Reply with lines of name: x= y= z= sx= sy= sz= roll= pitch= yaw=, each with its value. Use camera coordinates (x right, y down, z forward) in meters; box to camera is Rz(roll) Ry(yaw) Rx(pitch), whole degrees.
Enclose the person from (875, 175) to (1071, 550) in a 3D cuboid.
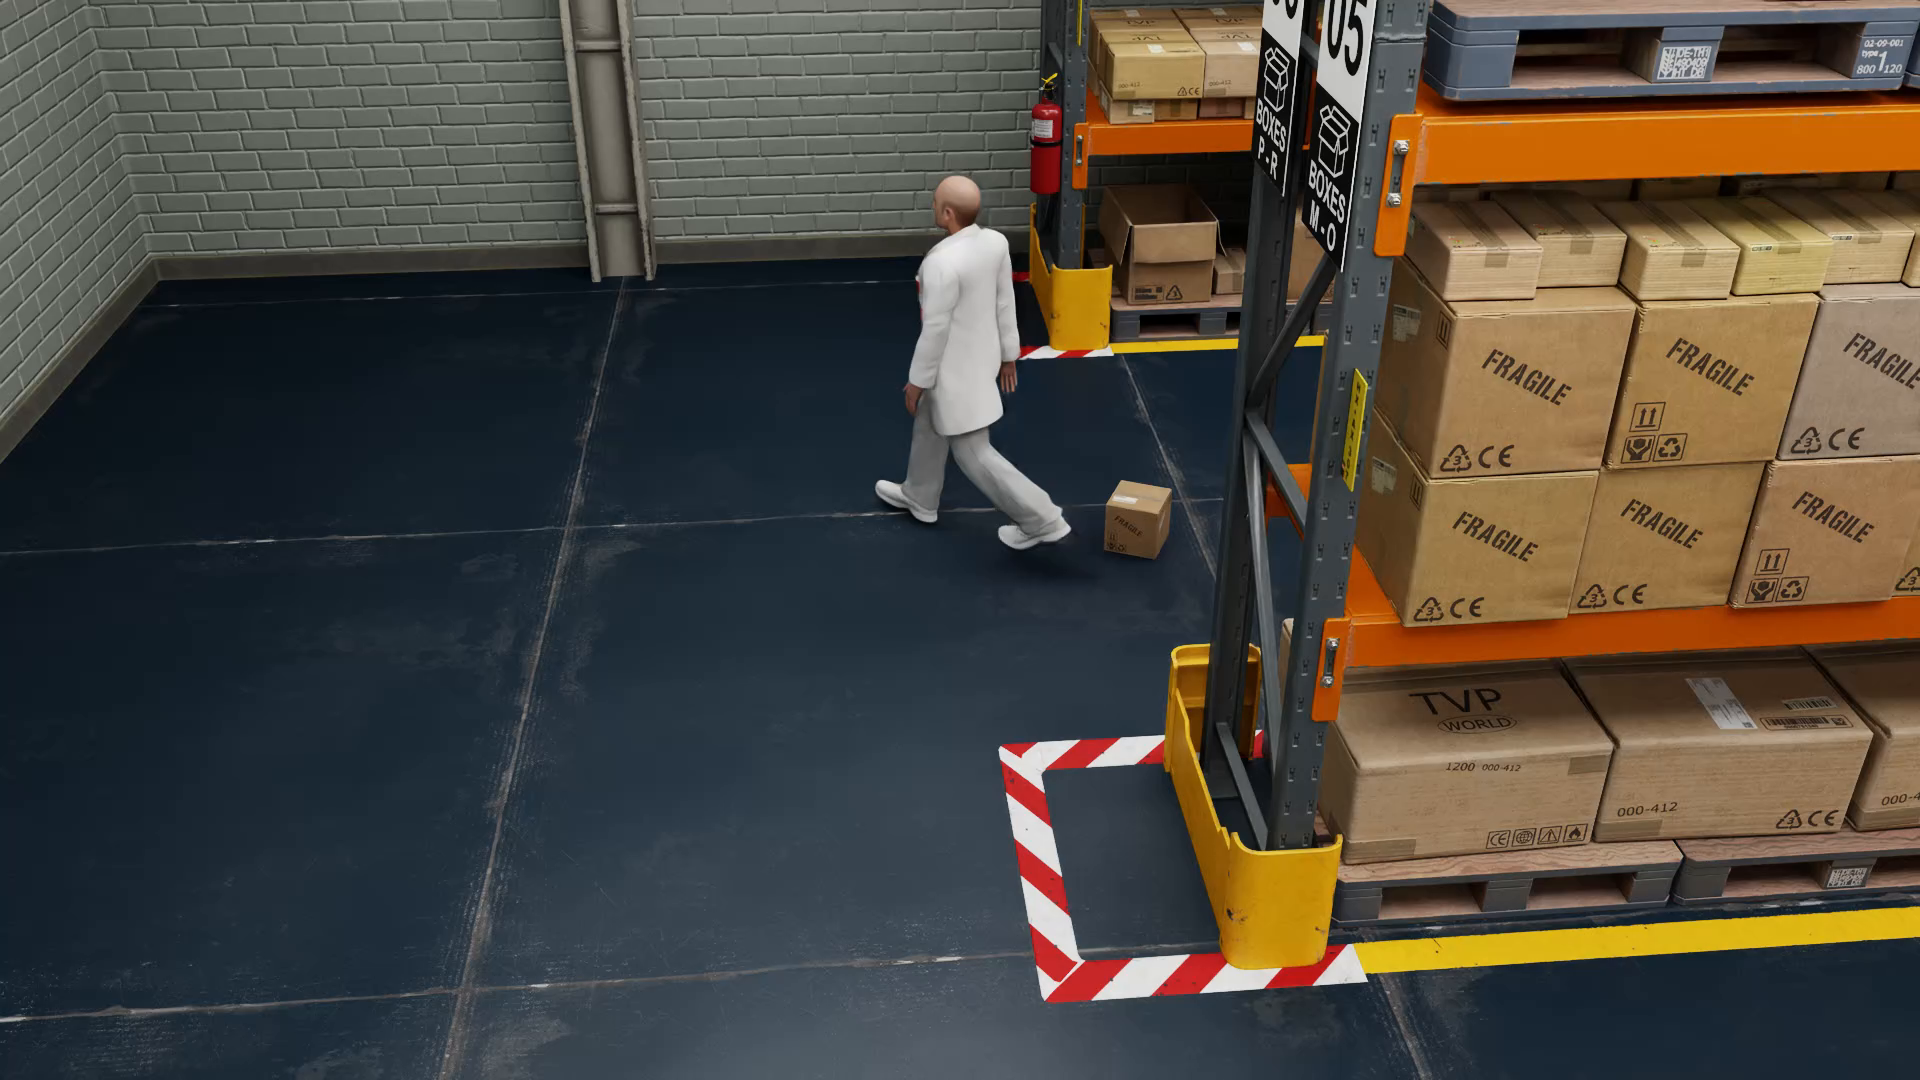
person: x=0.036 y=-0.770 z=7.450 sx=1.107 sy=1.738 sz=0.583 roll=15 pitch=34 yaw=23
